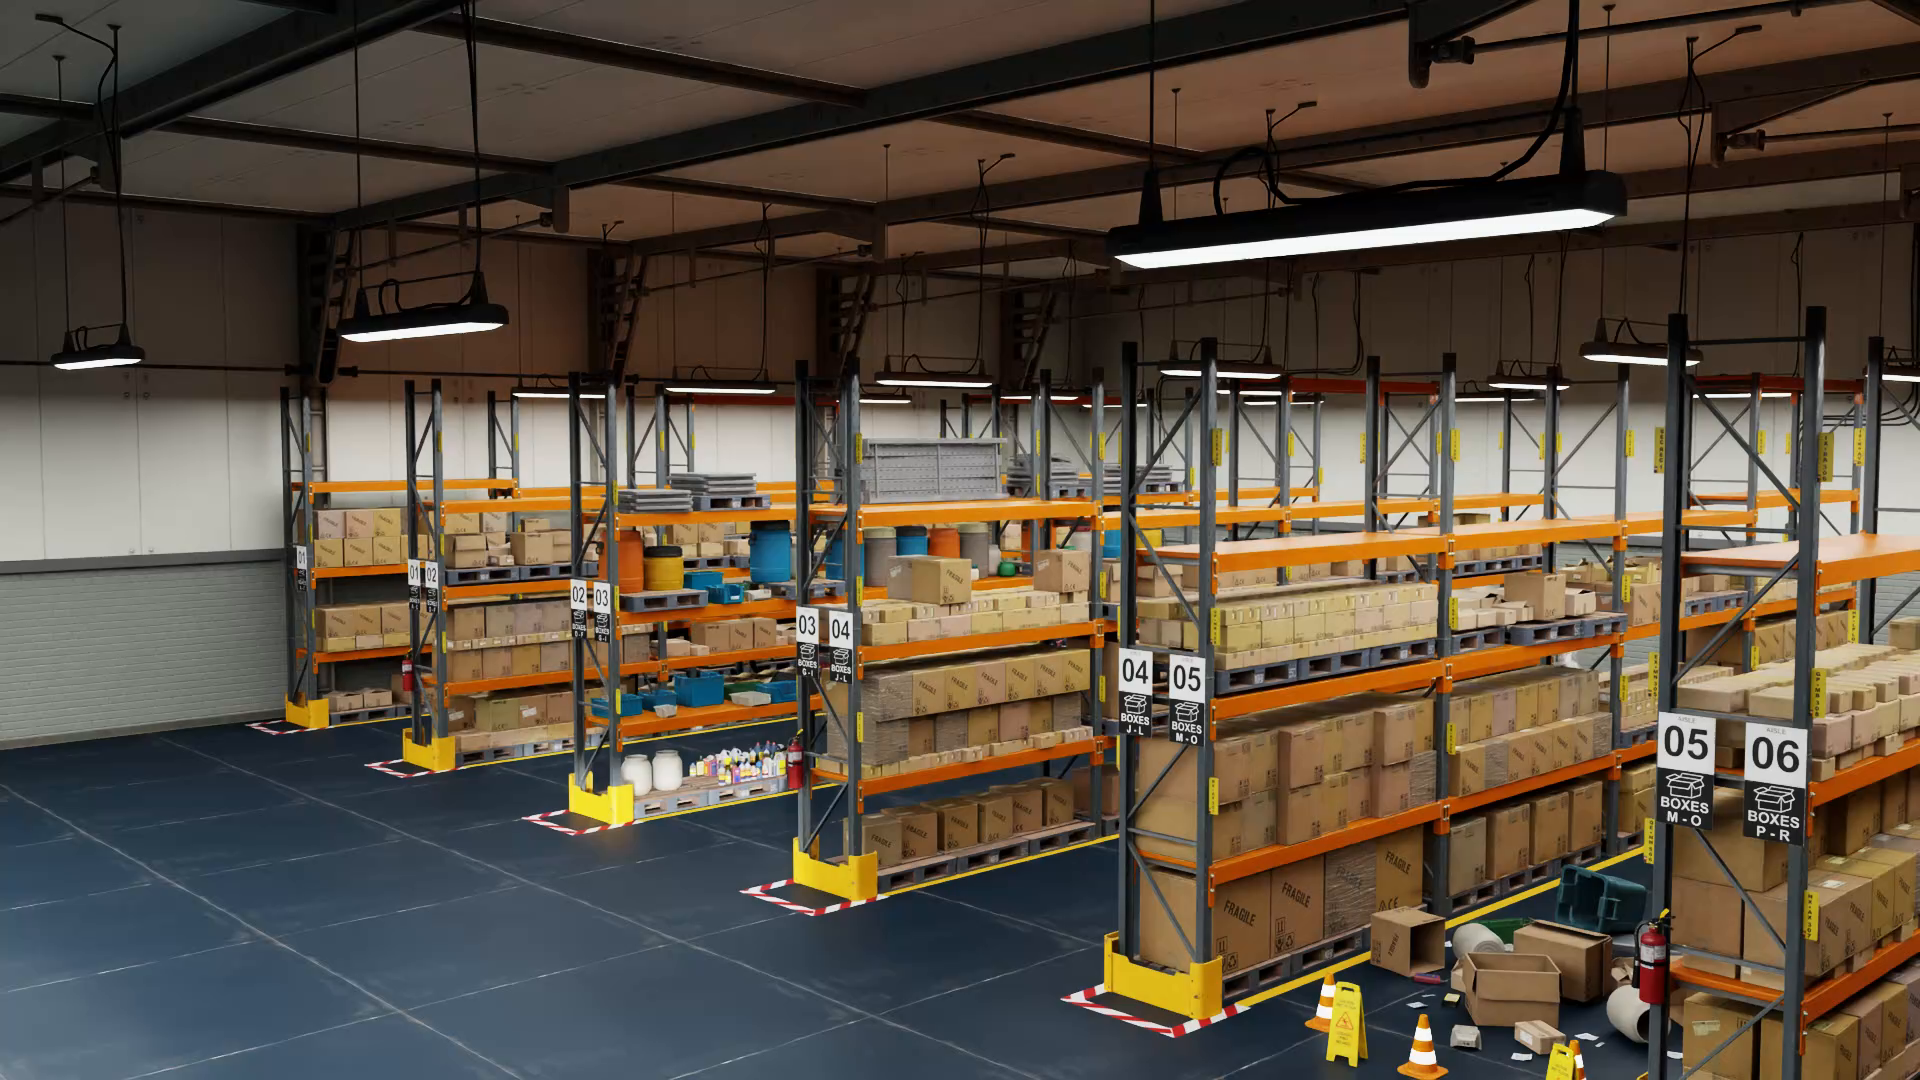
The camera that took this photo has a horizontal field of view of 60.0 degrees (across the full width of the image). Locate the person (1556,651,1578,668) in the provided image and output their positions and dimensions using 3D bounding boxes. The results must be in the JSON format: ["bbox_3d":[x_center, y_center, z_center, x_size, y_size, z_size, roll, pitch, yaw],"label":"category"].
[{"bbox_3d":[11.052,2.388,30.293,0.486,1.630,0.974,-3,5,-41],"label":"person"}]

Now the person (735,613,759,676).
[{"bbox_3d":[-4.313,2.228,33.613,0.443,1.580,0.800,2,4,26],"label":"person"}]
